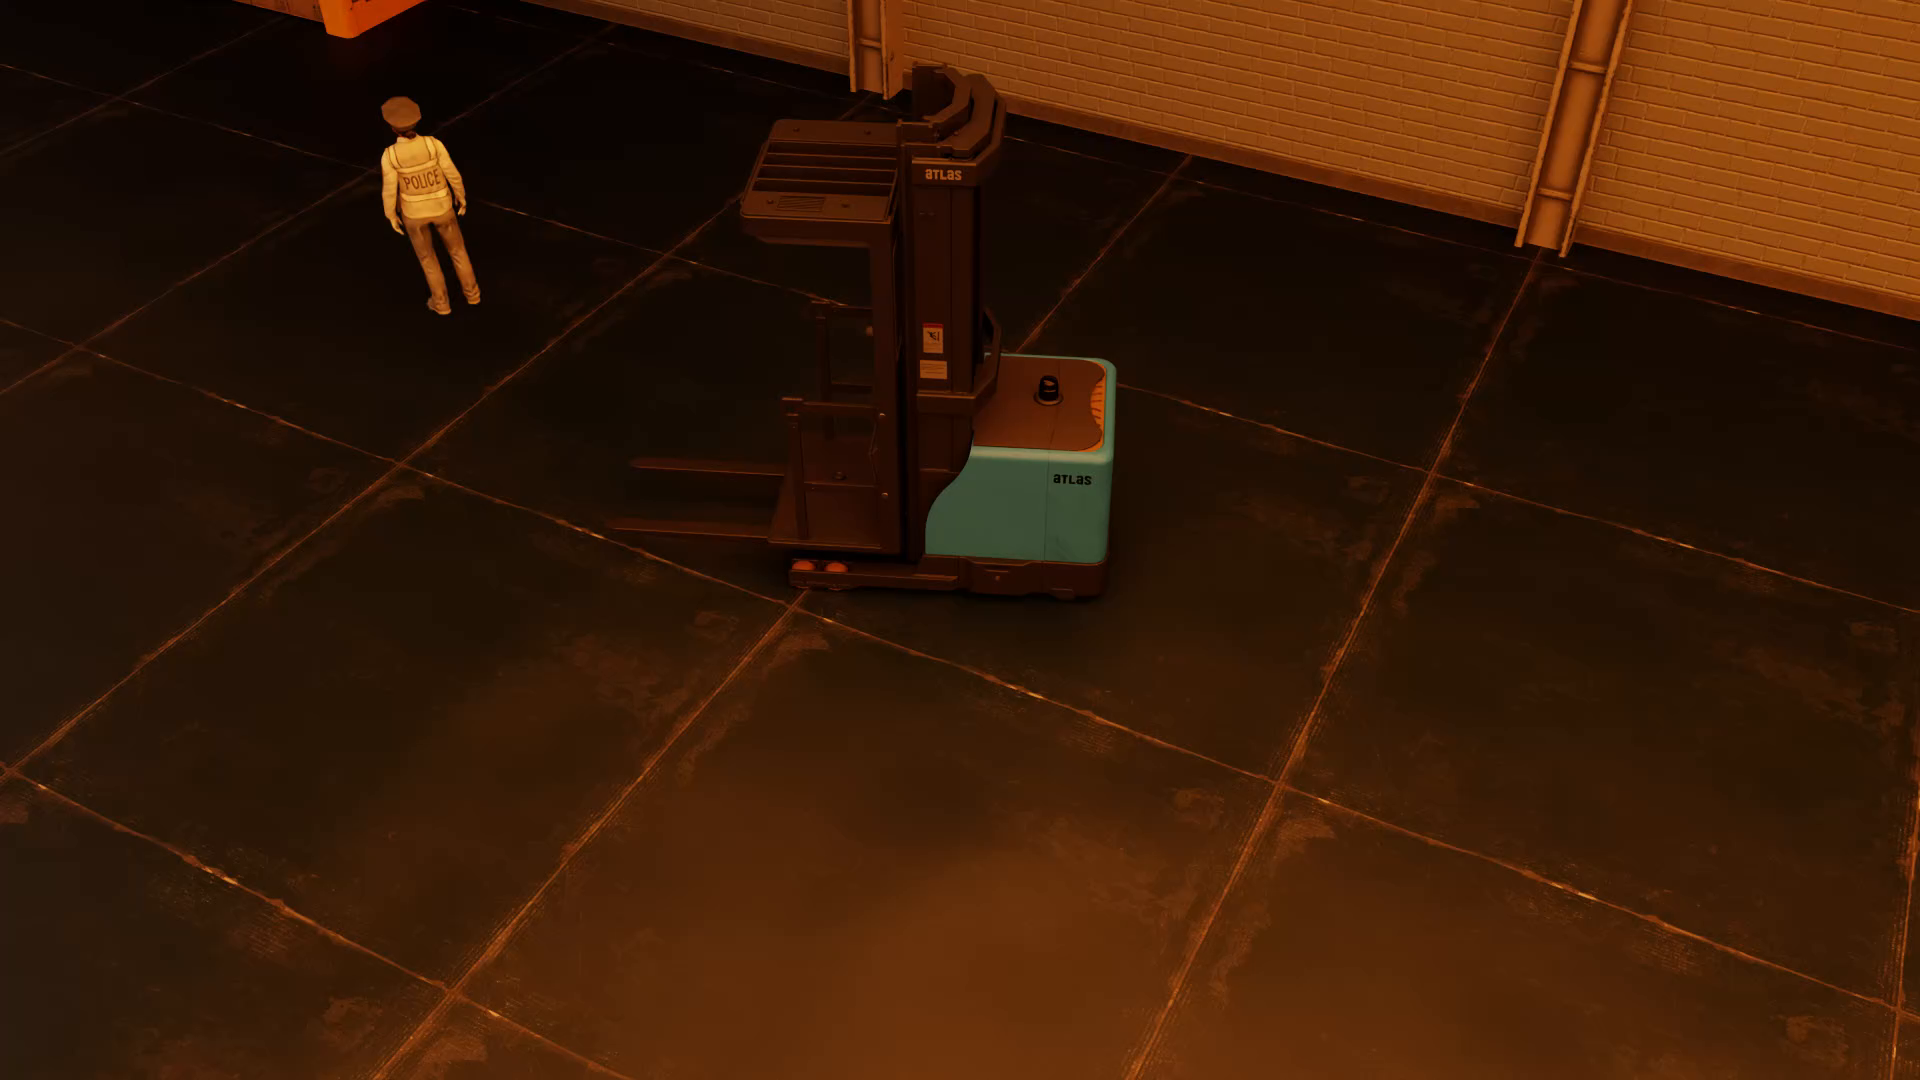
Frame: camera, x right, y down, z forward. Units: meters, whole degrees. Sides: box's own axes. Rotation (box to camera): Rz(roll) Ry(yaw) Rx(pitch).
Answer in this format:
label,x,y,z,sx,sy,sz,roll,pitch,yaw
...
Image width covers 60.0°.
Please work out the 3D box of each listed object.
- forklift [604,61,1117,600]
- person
label,x,y,z,sx,sy,sz,roll,pitch,yaw
forklift,-0.606,-1.157,9.360,3.031,2.935,1.130,3,40,4
person,-3.775,-2.367,11.746,0.585,1.695,0.533,-17,43,-19
